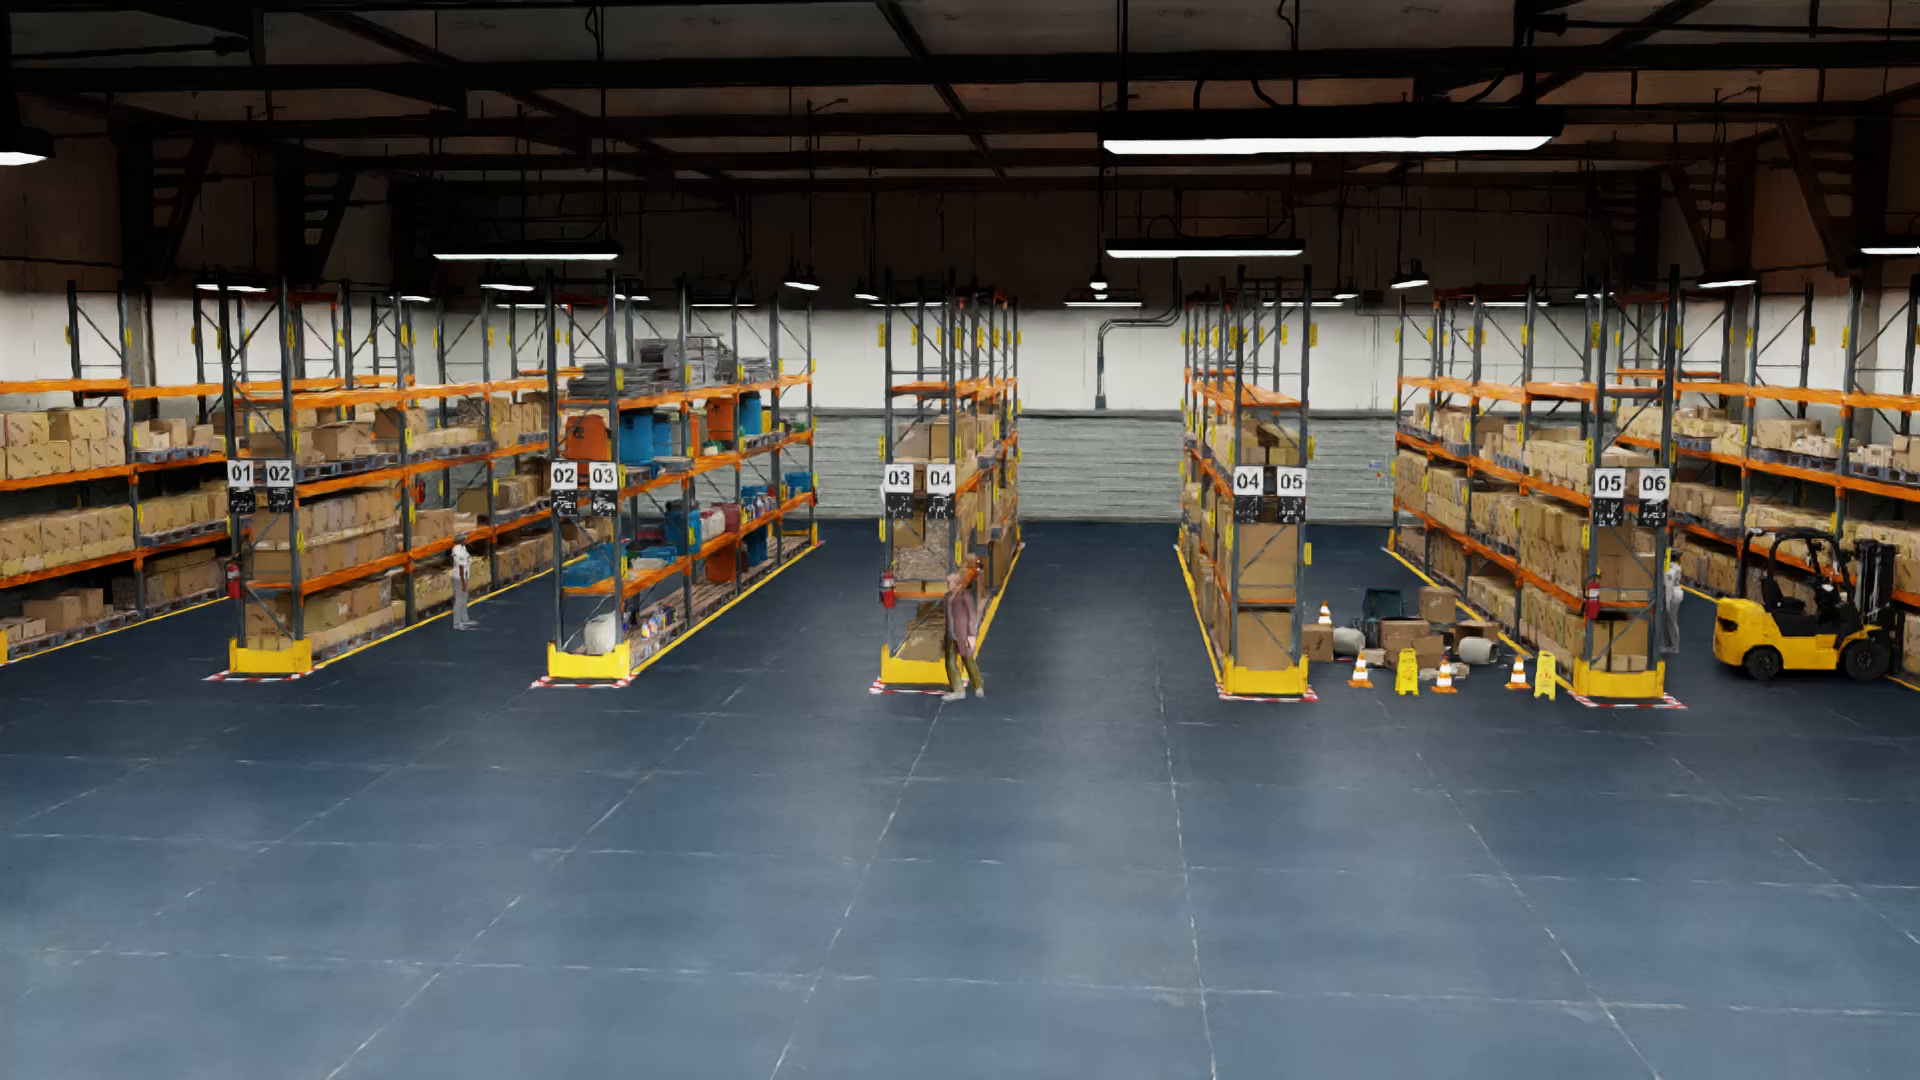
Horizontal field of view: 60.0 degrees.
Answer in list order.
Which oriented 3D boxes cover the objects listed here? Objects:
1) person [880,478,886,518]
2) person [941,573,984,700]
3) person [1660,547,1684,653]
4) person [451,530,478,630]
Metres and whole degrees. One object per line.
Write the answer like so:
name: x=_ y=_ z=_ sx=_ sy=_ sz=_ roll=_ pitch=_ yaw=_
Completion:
person: x=-1.780 y=-1.089 z=43.567 sx=0.639 sy=1.632 sz=0.512 roll=0 pitch=7 yaw=3
person: x=0.040 y=1.330 z=23.122 sx=0.608 sy=1.766 sz=0.628 roll=7 pitch=10 yaw=44
person: x=11.292 y=0.946 z=26.516 sx=0.458 sy=1.677 sz=0.524 roll=5 pitch=9 yaw=36
person: x=-8.567 y=0.677 z=28.703 sx=0.440 sy=1.683 sz=0.551 roll=-2 pitch=7 yaw=-19
